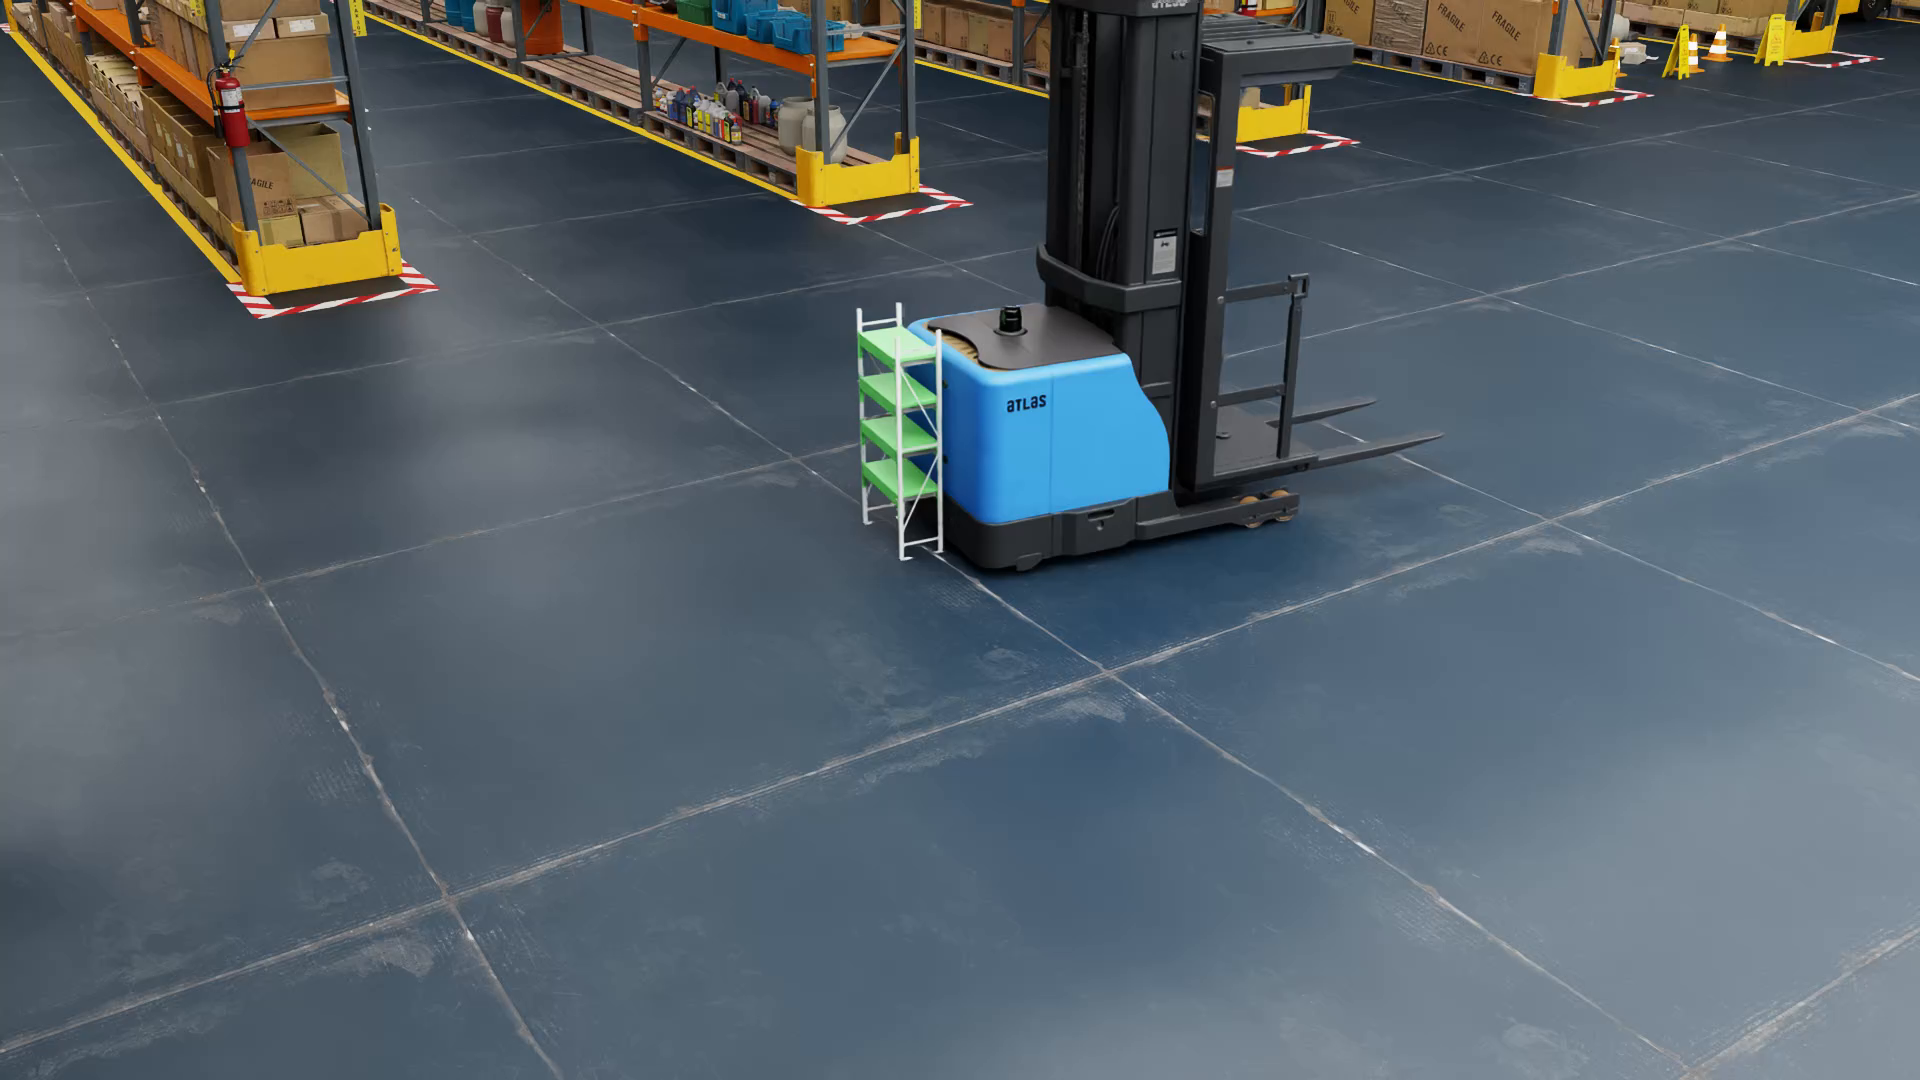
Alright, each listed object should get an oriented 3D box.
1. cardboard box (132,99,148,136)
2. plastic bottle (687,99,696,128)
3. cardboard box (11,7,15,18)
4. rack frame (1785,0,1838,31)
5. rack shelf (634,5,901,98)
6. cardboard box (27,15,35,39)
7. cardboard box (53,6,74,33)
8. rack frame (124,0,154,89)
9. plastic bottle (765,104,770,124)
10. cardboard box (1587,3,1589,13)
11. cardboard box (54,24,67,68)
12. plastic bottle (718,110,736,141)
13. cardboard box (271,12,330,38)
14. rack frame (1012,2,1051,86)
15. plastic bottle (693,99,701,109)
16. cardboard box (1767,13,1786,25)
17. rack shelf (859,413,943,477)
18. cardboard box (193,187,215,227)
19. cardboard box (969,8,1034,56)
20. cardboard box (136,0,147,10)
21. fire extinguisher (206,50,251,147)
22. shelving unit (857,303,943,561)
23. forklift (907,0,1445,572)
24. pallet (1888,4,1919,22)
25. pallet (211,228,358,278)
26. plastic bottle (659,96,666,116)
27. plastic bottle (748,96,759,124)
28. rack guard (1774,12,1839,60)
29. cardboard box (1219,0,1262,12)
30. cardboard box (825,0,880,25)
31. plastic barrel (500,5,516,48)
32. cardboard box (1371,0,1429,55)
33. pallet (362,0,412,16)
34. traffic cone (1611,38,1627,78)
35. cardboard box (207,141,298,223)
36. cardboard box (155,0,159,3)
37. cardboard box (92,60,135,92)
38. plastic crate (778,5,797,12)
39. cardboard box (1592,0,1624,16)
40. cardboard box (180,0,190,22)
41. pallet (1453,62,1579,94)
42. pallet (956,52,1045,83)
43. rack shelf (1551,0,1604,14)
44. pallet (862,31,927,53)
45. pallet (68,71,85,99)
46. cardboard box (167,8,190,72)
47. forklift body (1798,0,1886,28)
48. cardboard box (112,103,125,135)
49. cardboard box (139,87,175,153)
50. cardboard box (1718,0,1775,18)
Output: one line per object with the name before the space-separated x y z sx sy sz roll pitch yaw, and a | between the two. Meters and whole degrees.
cardboard box | -7.660 -4.122 16.039 0.500 0.311 0.500 -16 29 -30
plastic bottle | -2.796 -4.445 17.320 0.061 0.283 0.133 -14 29 -27
cardboard box | -13.809 -7.815 24.616 0.380 0.149 0.250 -16 29 -30
rack frame | 11.590 -8.030 22.245 1.000 3.000 0.127 -16 29 -30
rack shelf | -1.955 -4.956 16.577 1.077 0.370 4.000 -16 29 -30
cardboard box | -12.525 -7.094 22.898 0.500 0.311 0.500 -16 29 -30
cardboard box | -10.686 -6.346 20.213 0.500 0.250 0.500 -16 30 -31
rack frame | -7.199 -4.843 15.496 1.000 3.000 0.127 -16 29 -30
plastic bottle | -2.000 -4.488 17.505 0.097 0.201 0.097 0 25 0
cardboard box | 8.851 -7.631 24.325 0.500 0.500 0.500 3 25 6
cardboard box | -10.939 -6.175 20.730 0.500 0.500 0.500 -15 29 -29
plastic bottle | -2.348 -4.184 16.775 0.152 0.276 0.135 -15 29 -29
cardboard box | -5.049 -3.942 12.709 0.380 0.149 0.250 -16 30 -30
rack frame | 1.103 -7.151 20.384 1.000 3.000 0.127 -16 29 -30
plastic bottle | -2.739 -4.465 17.375 0.097 0.271 0.097 0 25 0
cardboard box | 11.381 -7.329 23.490 0.500 0.250 0.500 -16 30 -30
rack shelf | -0.306 -0.495 8.542 0.258 0.148 0.480 -12 28 -23
cardboard box | -6.113 -2.837 13.974 0.500 0.250 0.500 -16 29 -30
cardboard box | 0.541 -6.619 21.670 0.700 0.500 0.500 -16 29 -30
cardboard box | -7.892 -5.356 16.464 0.500 0.500 0.500 -13 28 -26
fire extinguisher | -5.340 -3.227 12.163 0.296 0.674 0.183 -16 29 -30
shelving unit | -0.306 -0.553 8.515 0.258 1.200 0.503 -12 28 -23
forklift | 1.263 -1.580 8.664 3.031 2.935 1.130 -11 28 -23
pallet | 15.294 -8.190 25.852 1.003 0.211 1.213 -16 29 -30
pallet | -5.468 -2.416 13.620 1.003 0.211 1.213 -16 29 -30
plastic bottle | -3.185 -4.678 17.907 0.097 0.201 0.097 0 25 0
plastic bottle | -2.176 -4.536 17.511 0.061 0.283 0.133 -16 29 -30
rack guard | 11.548 -6.926 22.836 1.175 0.500 0.348 -16 29 -30
cardboard box | 2.958 -5.660 17.521 0.380 0.149 0.250 -16 29 -30
cardboard box | -1.440 -8.062 24.312 1.225 0.875 0.875 -17 30 -32
plastic barrel | -5.895 -6.844 22.157 0.421 0.512 0.421 0 25 0
cardboard box | 6.094 -6.937 21.927 0.875 0.875 0.875 -15 29 -29
pallet | -9.180 -8.724 26.982 1.003 0.211 1.213 -16 29 -30
traffic cone | 8.397 -6.213 21.370 0.336 0.463 0.334 -16 29 -30
cardboard box | -5.558 -2.821 13.062 0.500 0.500 0.500 -16 29 -30
cardboard box | -6.791 -4.766 14.454 0.380 0.149 0.250 -16 30 -30
cardboard box | -9.049 -5.033 17.969 0.500 0.311 0.500 -16 30 -31
plastic crate | -1.948 -5.355 16.890 0.530 0.136 0.437 -16 29 -30
cardboard box | 9.803 -7.944 24.794 0.500 0.250 0.500 -14 29 -27
cardboard box | -6.092 -4.306 13.482 0.380 0.149 0.250 -15 29 -28
pallet | 6.995 -5.847 20.888 1.003 0.211 1.213 -16 29 -30
pallet | 0.677 -6.168 21.568 1.003 0.211 1.213 -16 29 -30
rack shelf | 6.406 -7.230 21.394 1.077 0.370 4.000 -16 29 -30
pallet | -0.655 -7.041 23.417 1.003 0.211 1.213 -16 29 -30
pallet | -10.421 -5.725 20.630 1.003 0.211 1.213 -16 29 -30
cardboard box | -6.388 -4.364 14.363 0.700 0.500 0.500 -15 29 -29
forklift body | 13.183 -9.057 25.416 2.313 2.155 1.214 -16 29 -30
cardboard box | -8.499 -4.417 17.322 0.500 0.250 0.500 -15 29 -29
cardboard box | -7.208 -3.890 15.328 0.500 0.500 0.500 -16 29 -30
cardboard box | 10.934 -7.541 23.061 0.500 0.500 0.500 -15 29 -29
